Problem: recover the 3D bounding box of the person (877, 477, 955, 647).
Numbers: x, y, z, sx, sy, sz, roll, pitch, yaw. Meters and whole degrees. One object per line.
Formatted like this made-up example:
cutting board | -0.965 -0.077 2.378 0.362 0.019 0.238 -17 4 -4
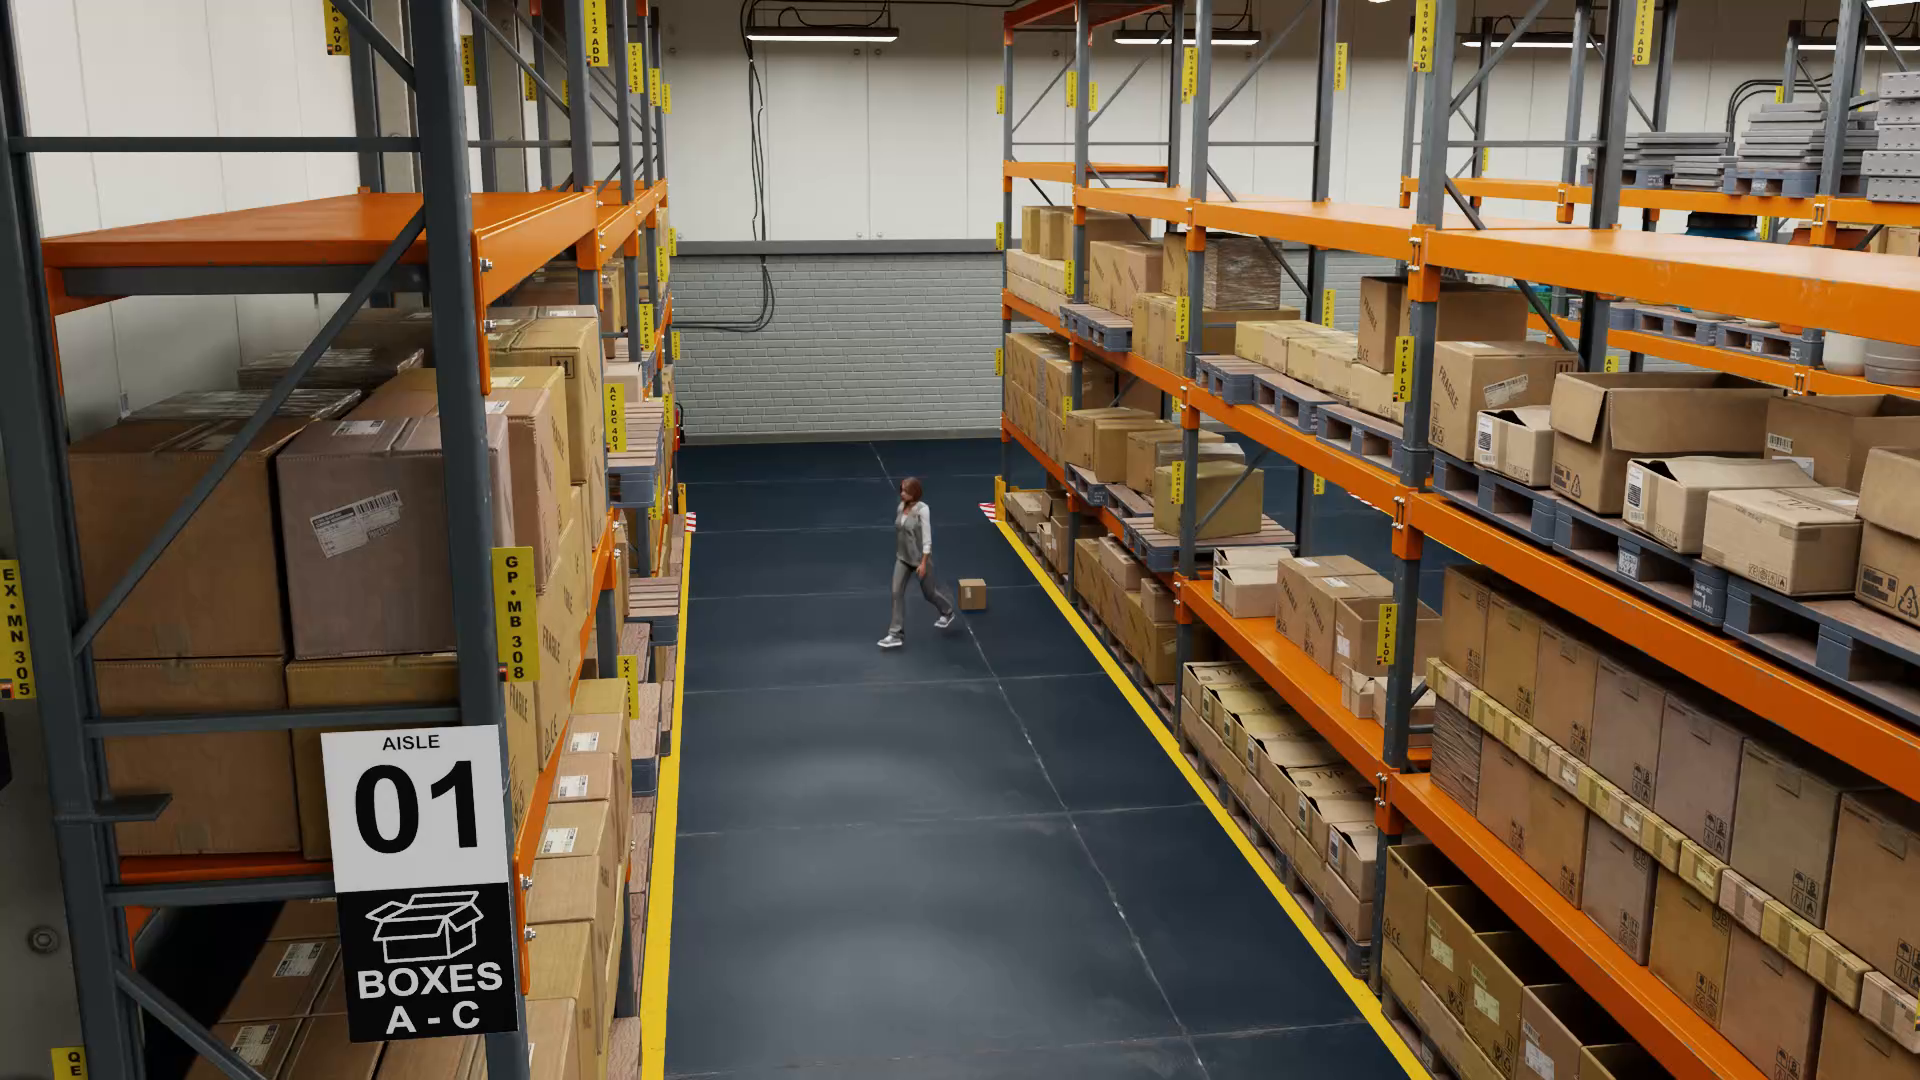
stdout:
person | -0.390 0.173 15.283 0.420 1.548 0.945 11 17 37
